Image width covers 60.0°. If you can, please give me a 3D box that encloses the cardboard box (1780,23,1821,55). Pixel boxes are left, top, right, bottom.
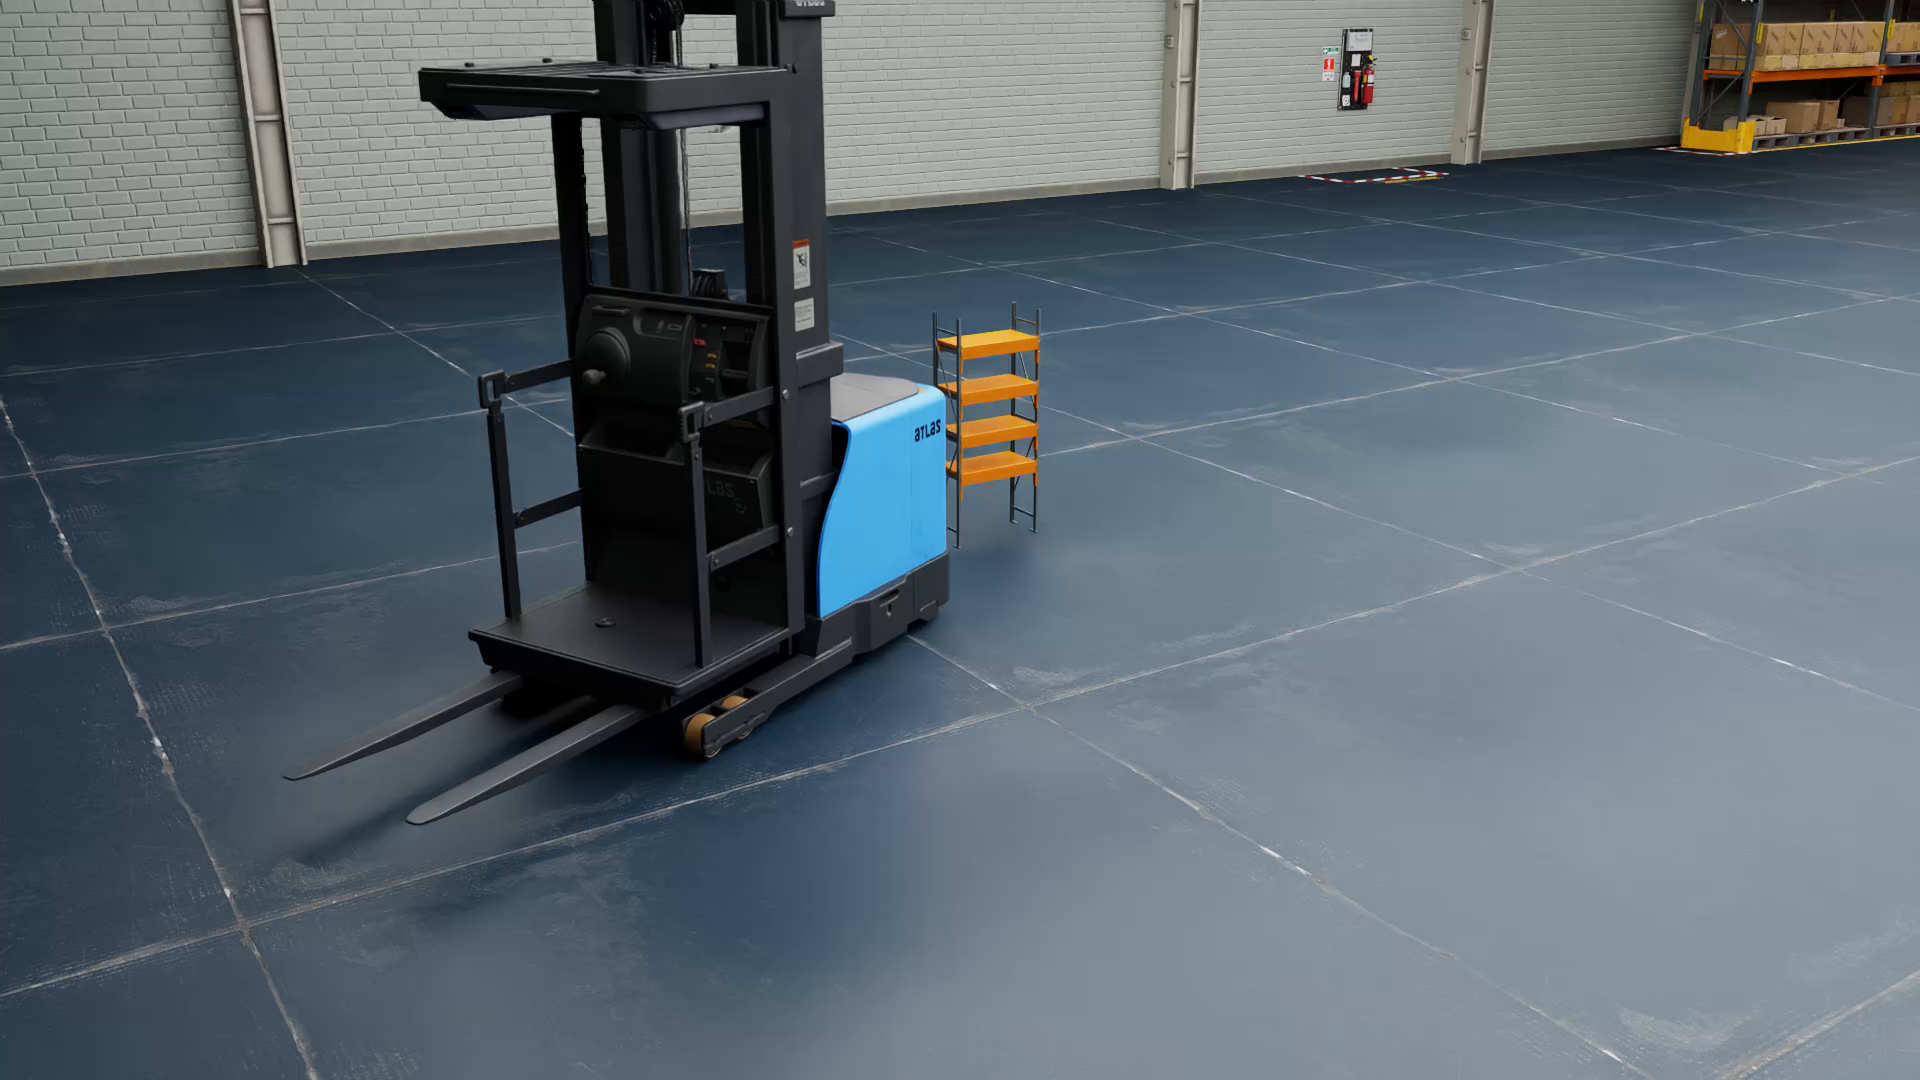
[{"bbox_3d":[14.378,-8.614,28.572,0.500,0.500,0.500,-13,22,-33],"label":"cardboard box"}]

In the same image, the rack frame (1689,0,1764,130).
[{"bbox_3d":[12.961,-8.143,28.146,0.127,3.000,1.000,-12,22,-31],"label":"rack frame"}]

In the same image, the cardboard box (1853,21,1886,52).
[{"bbox_3d":[16.077,-8.975,29.640,0.500,0.500,0.500,-12,22,-32],"label":"cardboard box"}]

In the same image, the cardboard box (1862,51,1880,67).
[{"bbox_3d":[16.073,-8.621,29.764,0.500,0.250,0.500,-12,22,-31],"label":"cardboard box"}]

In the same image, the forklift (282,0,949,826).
[{"bbox_3d":[-1.244,-0.732,6.334,1.130,2.935,3.031,11,22,29],"label":"forklift"}]

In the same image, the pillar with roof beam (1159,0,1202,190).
[{"bbox_3d":[5.415,-8.074,18.576,0.400,9.000,9.100,-12,22,-31],"label":"pillar with roof beam"}]

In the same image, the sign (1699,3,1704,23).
[{"bbox_3d":[12.672,-8.993,28.360,0.005,0.325,0.100,-12,22,-31],"label":"sign"}]

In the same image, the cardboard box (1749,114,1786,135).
[{"bbox_3d":[14.064,-7.275,29.093,0.500,0.311,0.500,-10,21,-27],"label":"cardboard box"}]

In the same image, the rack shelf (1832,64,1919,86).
[{"bbox_3d":[17.972,-8.859,31.388,4.000,0.370,1.077,-12,22,-31],"label":"rack shelf"}]

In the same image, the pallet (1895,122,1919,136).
[{"bbox_3d":[17.971,-7.880,31.723,1.213,0.211,1.003,-12,22,-31],"label":"pallet"}]

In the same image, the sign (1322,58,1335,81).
[{"bbox_3d":[5.455,-6.962,24.600,0.234,0.329,0.001,-12,22,-31],"label":"sign"}]

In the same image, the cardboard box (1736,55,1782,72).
[{"bbox_3d":[13.543,-8.082,28.170,0.500,0.250,0.500,-13,22,-33],"label":"cardboard box"}]

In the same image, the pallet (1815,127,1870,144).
[{"bbox_3d":[15.760,-7.398,30.299,1.213,0.211,1.003,-12,22,-31],"label":"pallet"}]

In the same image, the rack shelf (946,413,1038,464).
[{"bbox_3d":[0.138,-0.534,8.660,0.480,0.148,0.258,-12,22,-31],"label":"rack shelf"}]

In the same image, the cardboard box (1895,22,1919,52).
[{"bbox_3d":[17.216,-9.280,30.667,0.500,0.500,0.700,-9,21,-26],"label":"cardboard box"}]

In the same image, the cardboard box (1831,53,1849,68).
[{"bbox_3d":[15.240,-8.443,29.237,0.500,0.250,0.500,-12,22,-32],"label":"cardboard box"}]

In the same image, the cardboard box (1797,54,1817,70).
[{"bbox_3d":[14.397,-8.265,28.713,0.500,0.250,0.500,-12,22,-32],"label":"cardboard box"}]

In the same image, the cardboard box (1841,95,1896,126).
[{"bbox_3d":[16.907,-8.005,30.957,0.500,0.500,0.700,-11,22,-30],"label":"cardboard box"}]

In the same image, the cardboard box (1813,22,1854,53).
[{"bbox_3d":[15.236,-8.799,29.122,0.500,0.500,0.500,-13,22,-33],"label":"cardboard box"}]

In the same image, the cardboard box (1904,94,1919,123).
[{"bbox_3d":[17.759,-8.189,31.500,0.500,0.500,0.700,-12,22,-31],"label":"cardboard box"}]

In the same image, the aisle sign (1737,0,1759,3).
[{"bbox_3d":[13.066,-9.281,27.455,0.004,0.787,0.394,-12,22,-31],"label":"aisle sign"}]

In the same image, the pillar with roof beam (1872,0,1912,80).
[{"bbox_3d":[20.448,-11.245,27.955,0.400,9.000,9.100,-12,22,-31],"label":"pillar with roof beam"}]

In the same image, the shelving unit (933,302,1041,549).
[{"bbox_3d":[0.138,-0.598,8.639,0.503,1.200,0.258,-12,22,-31],"label":"shelving unit"}]

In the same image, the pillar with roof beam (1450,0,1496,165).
[{"bbox_3d":[10.426,-9.131,21.702,0.400,9.000,9.100,-12,22,-31],"label":"pillar with roof beam"}]

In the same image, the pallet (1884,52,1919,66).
[{"bbox_3d":[17.020,-8.852,30.544,1.213,0.211,1.003,-12,22,-31],"label":"pallet"}]

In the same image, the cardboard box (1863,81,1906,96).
[{"bbox_3d":[17.273,-8.439,31.069,0.500,0.250,0.500,-12,22,-33],"label":"cardboard box"}]

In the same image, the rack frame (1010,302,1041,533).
[{"bbox_3d":[0.342,-0.641,8.766,0.015,1.200,0.240,-12,22,-31],"label":"rack frame"}]

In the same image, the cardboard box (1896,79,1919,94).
[{"bbox_3d":[18.132,-8.615,31.588,0.500,0.250,0.500,-12,22,-32],"label":"cardboard box"}]

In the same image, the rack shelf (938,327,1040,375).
[{"bbox_3d":[0.138,-0.970,8.513,0.480,0.148,0.258,-12,22,-31],"label":"rack shelf"}]

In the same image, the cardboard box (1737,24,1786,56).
[{"bbox_3d":[13.525,-8.440,28.058,0.500,0.500,0.500,-12,22,-31],"label":"cardboard box"}]

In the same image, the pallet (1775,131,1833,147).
[{"bbox_3d":[14.740,-7.182,29.659,1.213,0.211,1.003,-12,22,-31],"label":"pallet"}]

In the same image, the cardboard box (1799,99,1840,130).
[{"bbox_3d":[15.457,-7.678,29.988,0.500,0.500,0.500,-14,23,-35],"label":"cardboard box"}]

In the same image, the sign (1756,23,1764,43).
[{"bbox_3d":[13.259,-8.408,27.578,0.005,0.325,0.100,-12,22,-31],"label":"sign"}]
